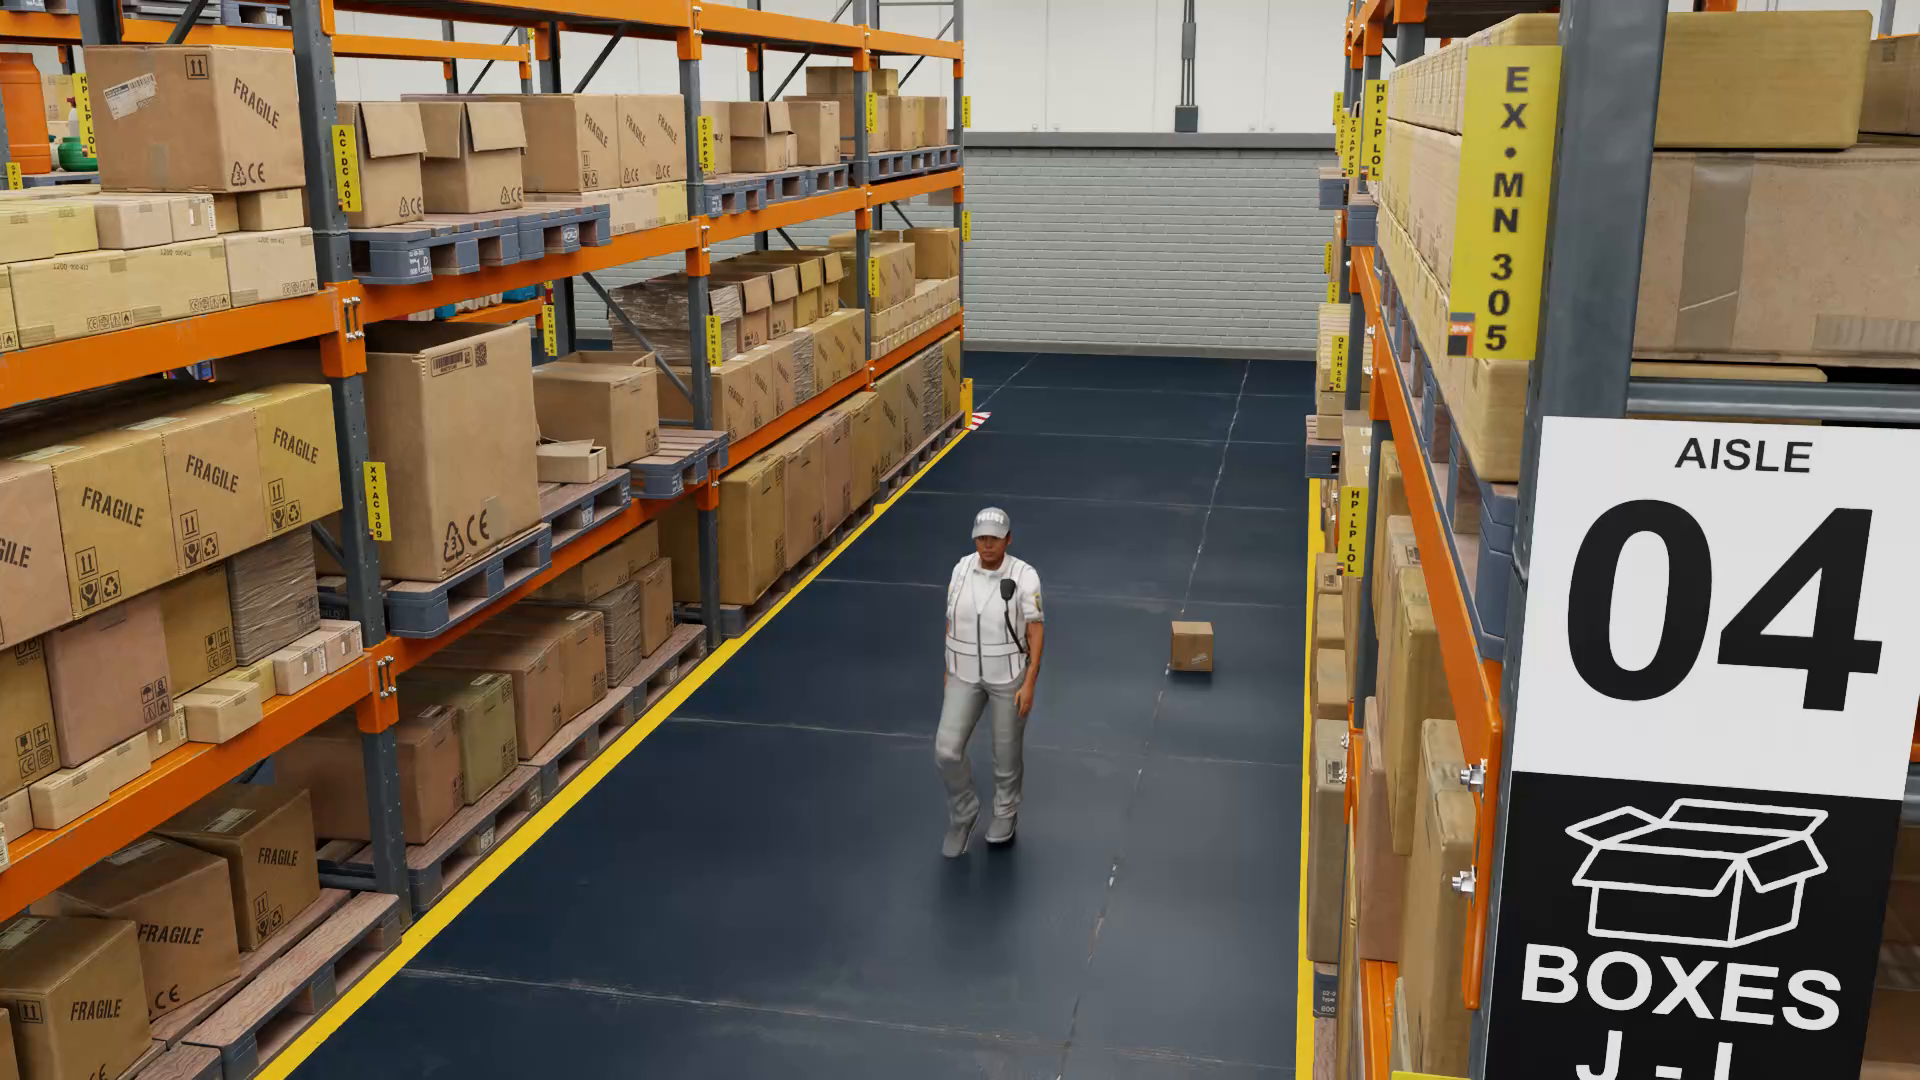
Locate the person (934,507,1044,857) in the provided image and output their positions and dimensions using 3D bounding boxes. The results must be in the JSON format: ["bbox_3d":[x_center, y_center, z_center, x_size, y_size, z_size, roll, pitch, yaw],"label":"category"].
[{"bbox_3d":[0.141,0.698,7.907,0.512,1.730,0.496,4,15,15],"label":"person"}]
